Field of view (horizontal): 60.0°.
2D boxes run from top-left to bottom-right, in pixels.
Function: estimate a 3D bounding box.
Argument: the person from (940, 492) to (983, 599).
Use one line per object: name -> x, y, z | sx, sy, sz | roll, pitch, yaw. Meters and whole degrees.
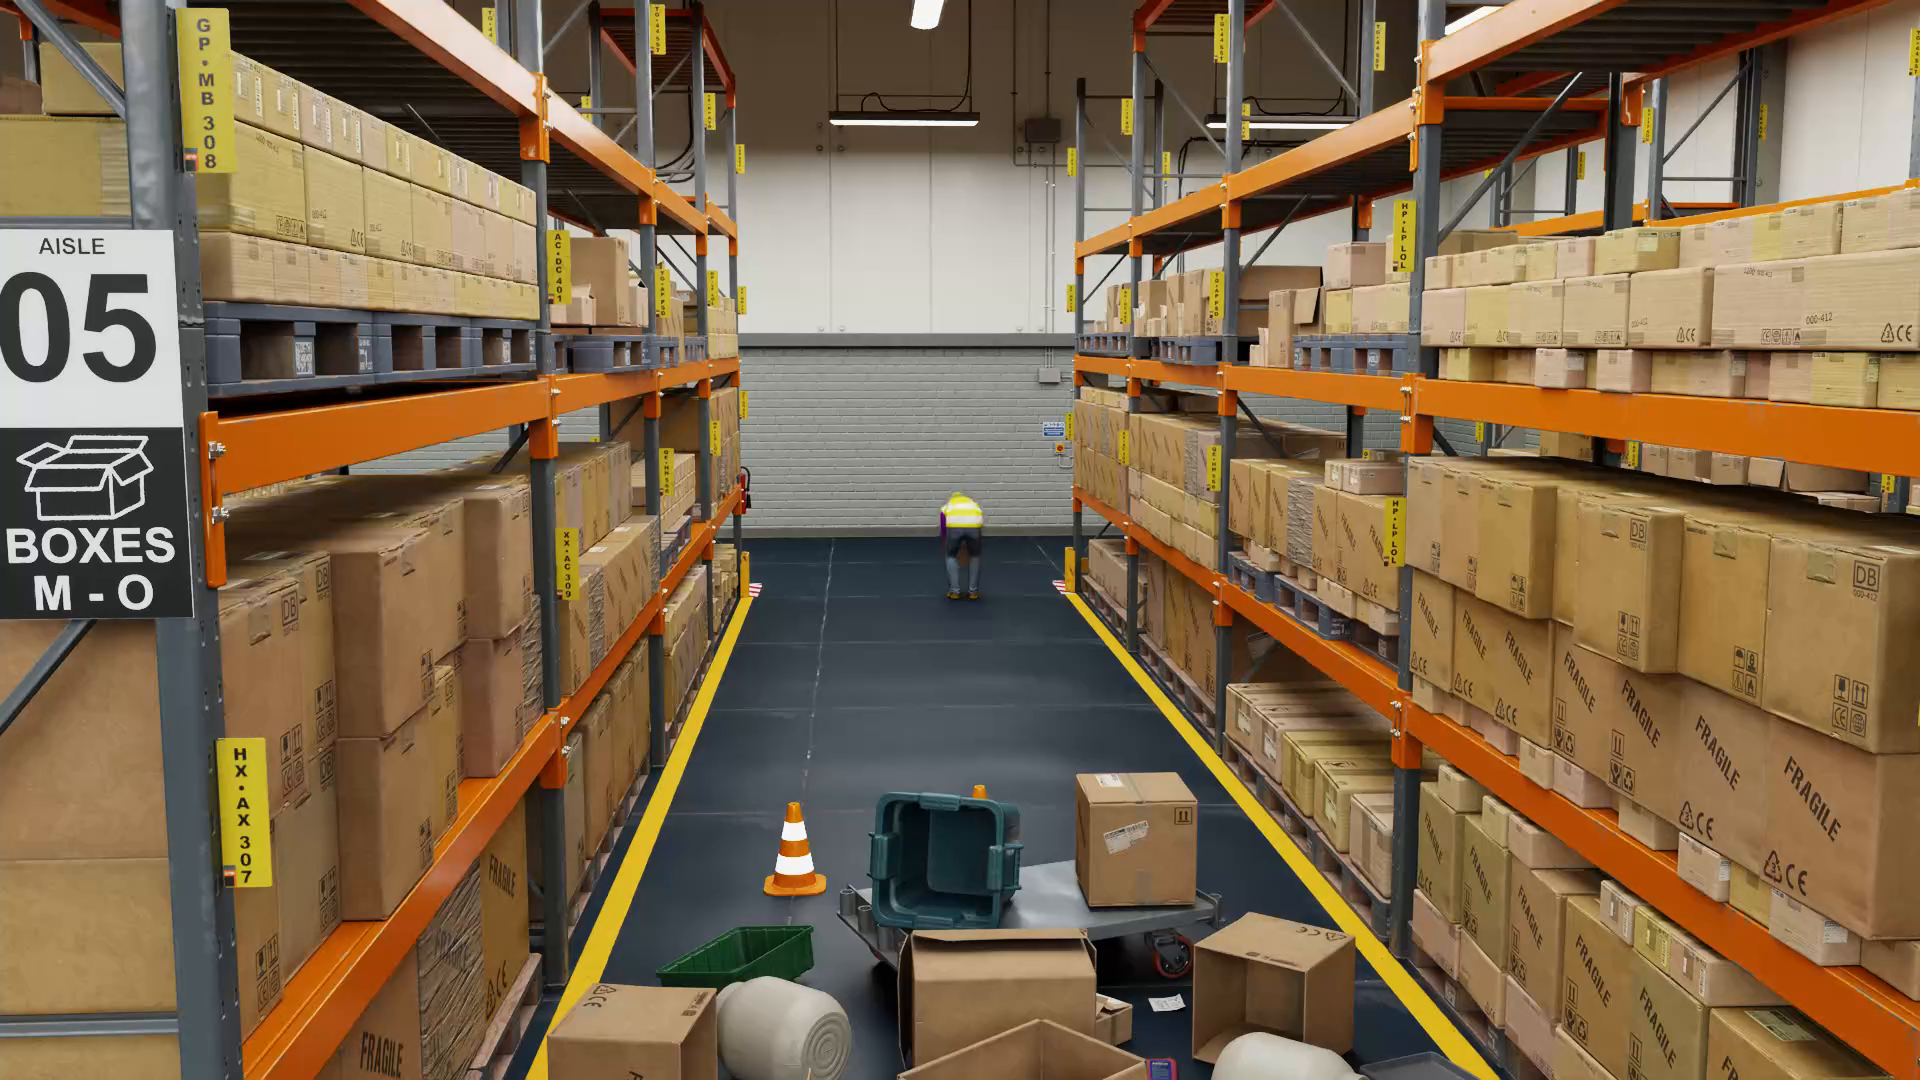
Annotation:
person -> 0.005, 0.060, 19.546 | 0.474, 1.191, 0.967 | -1, 7, -6
